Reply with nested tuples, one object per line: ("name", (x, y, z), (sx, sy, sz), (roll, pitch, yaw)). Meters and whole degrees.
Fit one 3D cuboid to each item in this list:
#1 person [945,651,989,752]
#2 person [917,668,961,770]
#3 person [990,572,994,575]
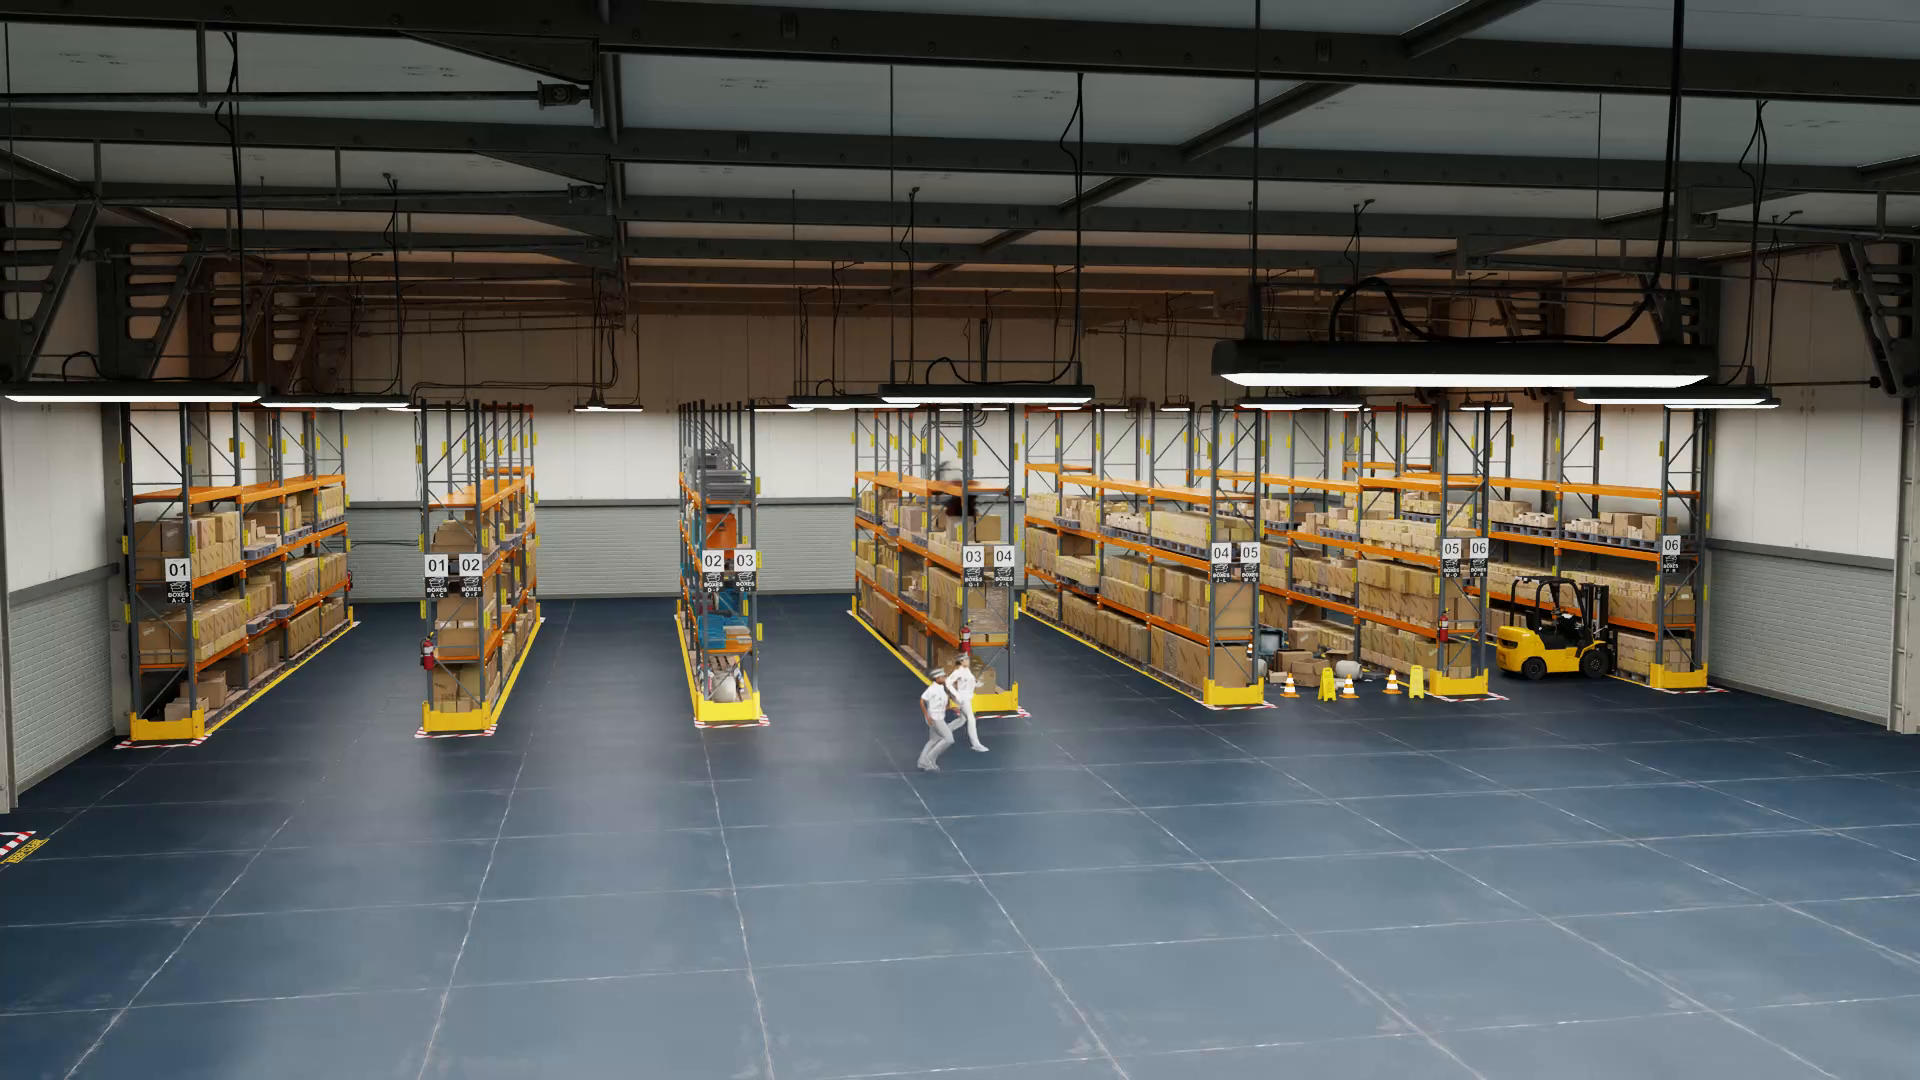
("person", (0.060, 2.722, 28.277), (0.941, 1.678, 0.613), (2, 5, 21))
("person", (-0.347, 2.871, 26.661), (0.723, 1.645, 0.543), (1, 4, 11))
("person", (1.084, 1.405, 46.078), (0.593, 1.699, 0.854), (0, 4, -4))
